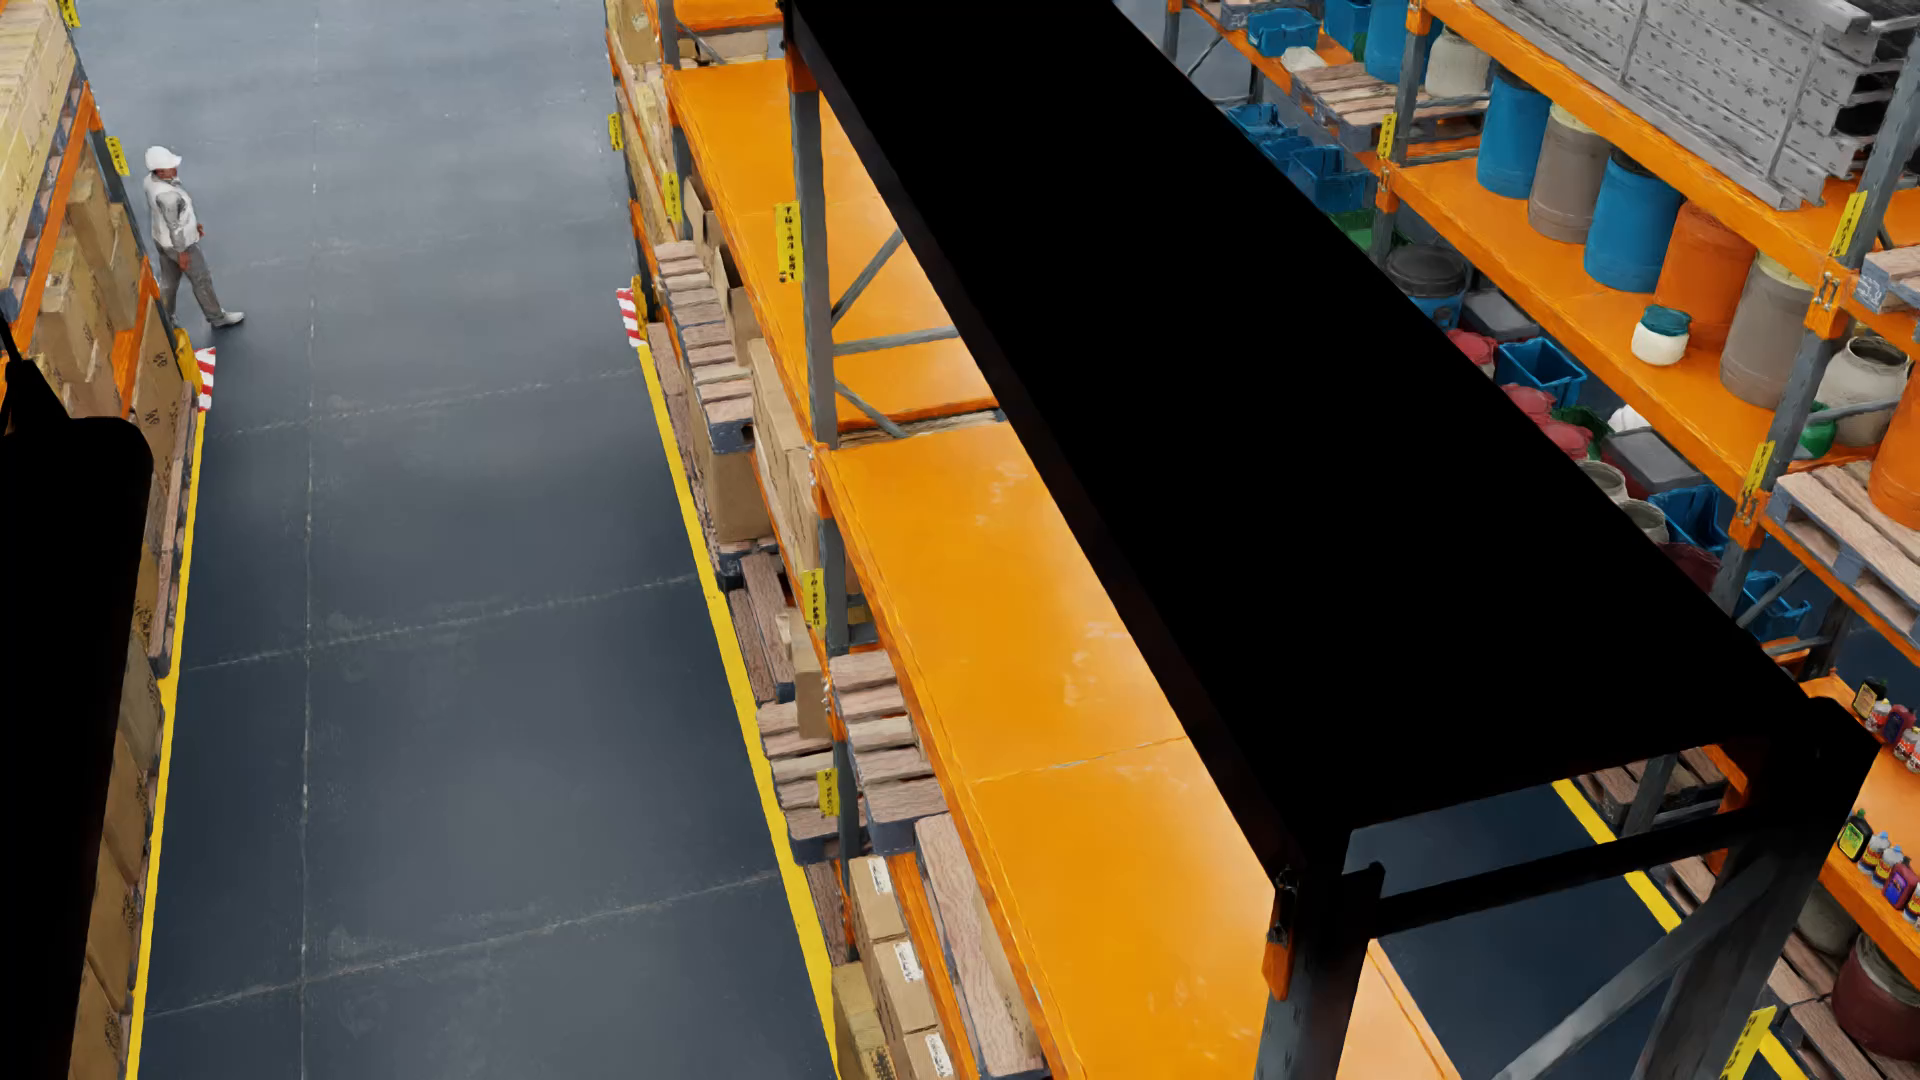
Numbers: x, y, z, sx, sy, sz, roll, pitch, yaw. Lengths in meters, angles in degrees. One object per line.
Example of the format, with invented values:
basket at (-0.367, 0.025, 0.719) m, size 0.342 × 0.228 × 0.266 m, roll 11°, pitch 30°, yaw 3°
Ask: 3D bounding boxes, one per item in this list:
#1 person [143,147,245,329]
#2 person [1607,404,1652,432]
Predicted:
person at (-6.972, -2.659, 14.771) m, size 0.700 × 1.769 × 0.555 m, roll -30°, pitch 47°, yaw -32°
person at (4.877, -0.446, 12.025) m, size 0.612 × 1.712 × 0.962 m, roll 2°, pitch 38°, yaw 3°
